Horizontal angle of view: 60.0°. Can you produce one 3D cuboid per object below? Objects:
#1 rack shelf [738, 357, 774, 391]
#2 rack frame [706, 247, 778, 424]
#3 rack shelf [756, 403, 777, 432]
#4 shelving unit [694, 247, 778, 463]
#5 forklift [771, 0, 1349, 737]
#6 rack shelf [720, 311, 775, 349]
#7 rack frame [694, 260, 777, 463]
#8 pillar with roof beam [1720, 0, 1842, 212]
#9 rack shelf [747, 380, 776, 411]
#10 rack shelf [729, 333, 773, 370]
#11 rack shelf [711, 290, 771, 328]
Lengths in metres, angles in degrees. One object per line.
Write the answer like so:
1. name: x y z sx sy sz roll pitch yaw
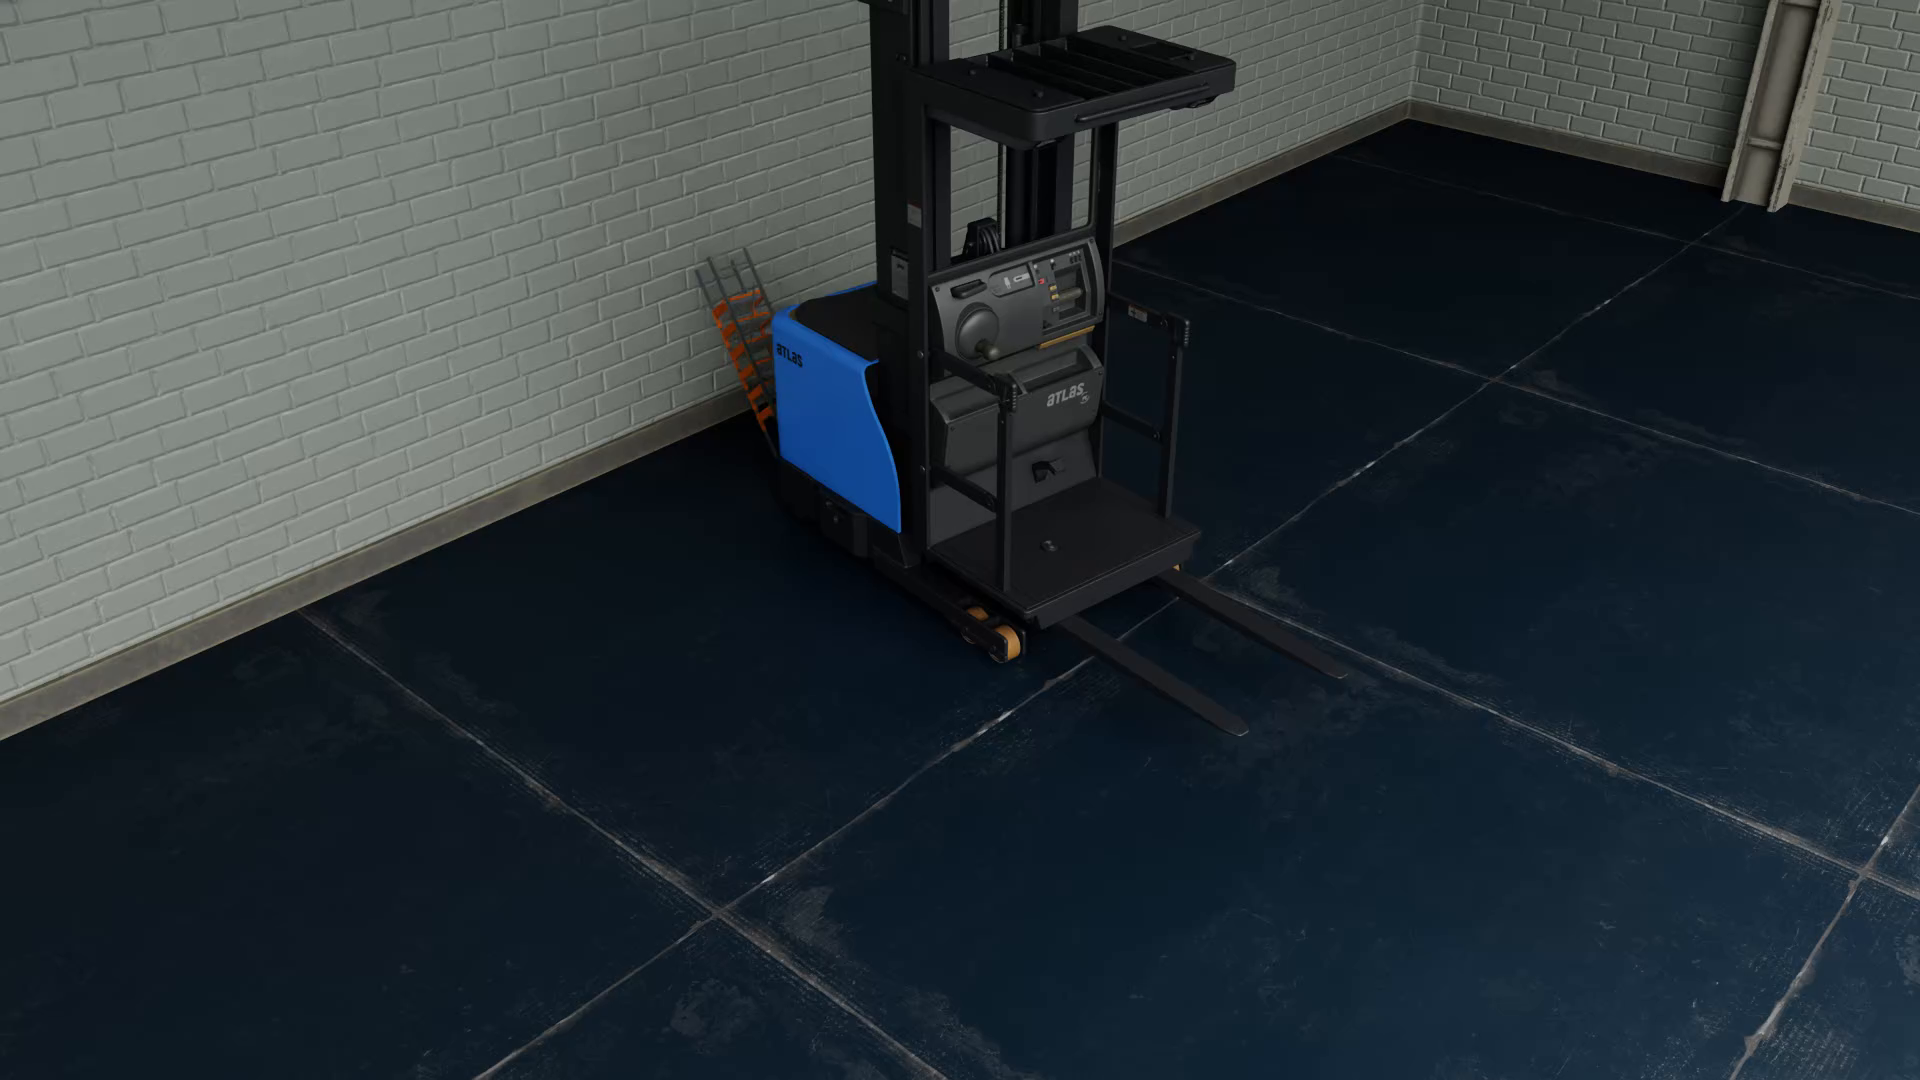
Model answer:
1. rack shelf: -1.017 -0.898 8.793 0.258 0.103 0.180 -22 -2 -32
2. rack frame: -0.991 -0.961 8.717 0.240 1.200 0.006 -22 -2 -32
3. rack shelf: -0.922 -0.678 8.785 0.258 0.103 0.180 -22 -2 -32
4. shelving unit: -1.035 -0.939 8.795 0.258 1.200 0.189 -22 -2 -32
5. forklift: 0.397 -1.006 7.079 1.130 2.935 3.031 -23 38 -33
6. rack shelf: -1.112 -1.118 8.801 0.258 0.103 0.180 -22 -2 -32
7. rack frame: -1.078 -0.917 8.872 0.240 1.200 0.006 -22 -2 -32
8. pillar with roof beam: 3.070 -4.752 7.418 0.400 9.000 9.100 25 39 35
9. rack shelf: -0.970 -0.788 8.789 0.258 0.103 0.180 -22 -2 -32
10. rack shelf: -1.065 -1.008 8.797 0.258 0.103 0.180 -22 -2 -32
11. rack shelf: -1.160 -1.229 8.805 0.258 0.103 0.180 -22 -2 -32
